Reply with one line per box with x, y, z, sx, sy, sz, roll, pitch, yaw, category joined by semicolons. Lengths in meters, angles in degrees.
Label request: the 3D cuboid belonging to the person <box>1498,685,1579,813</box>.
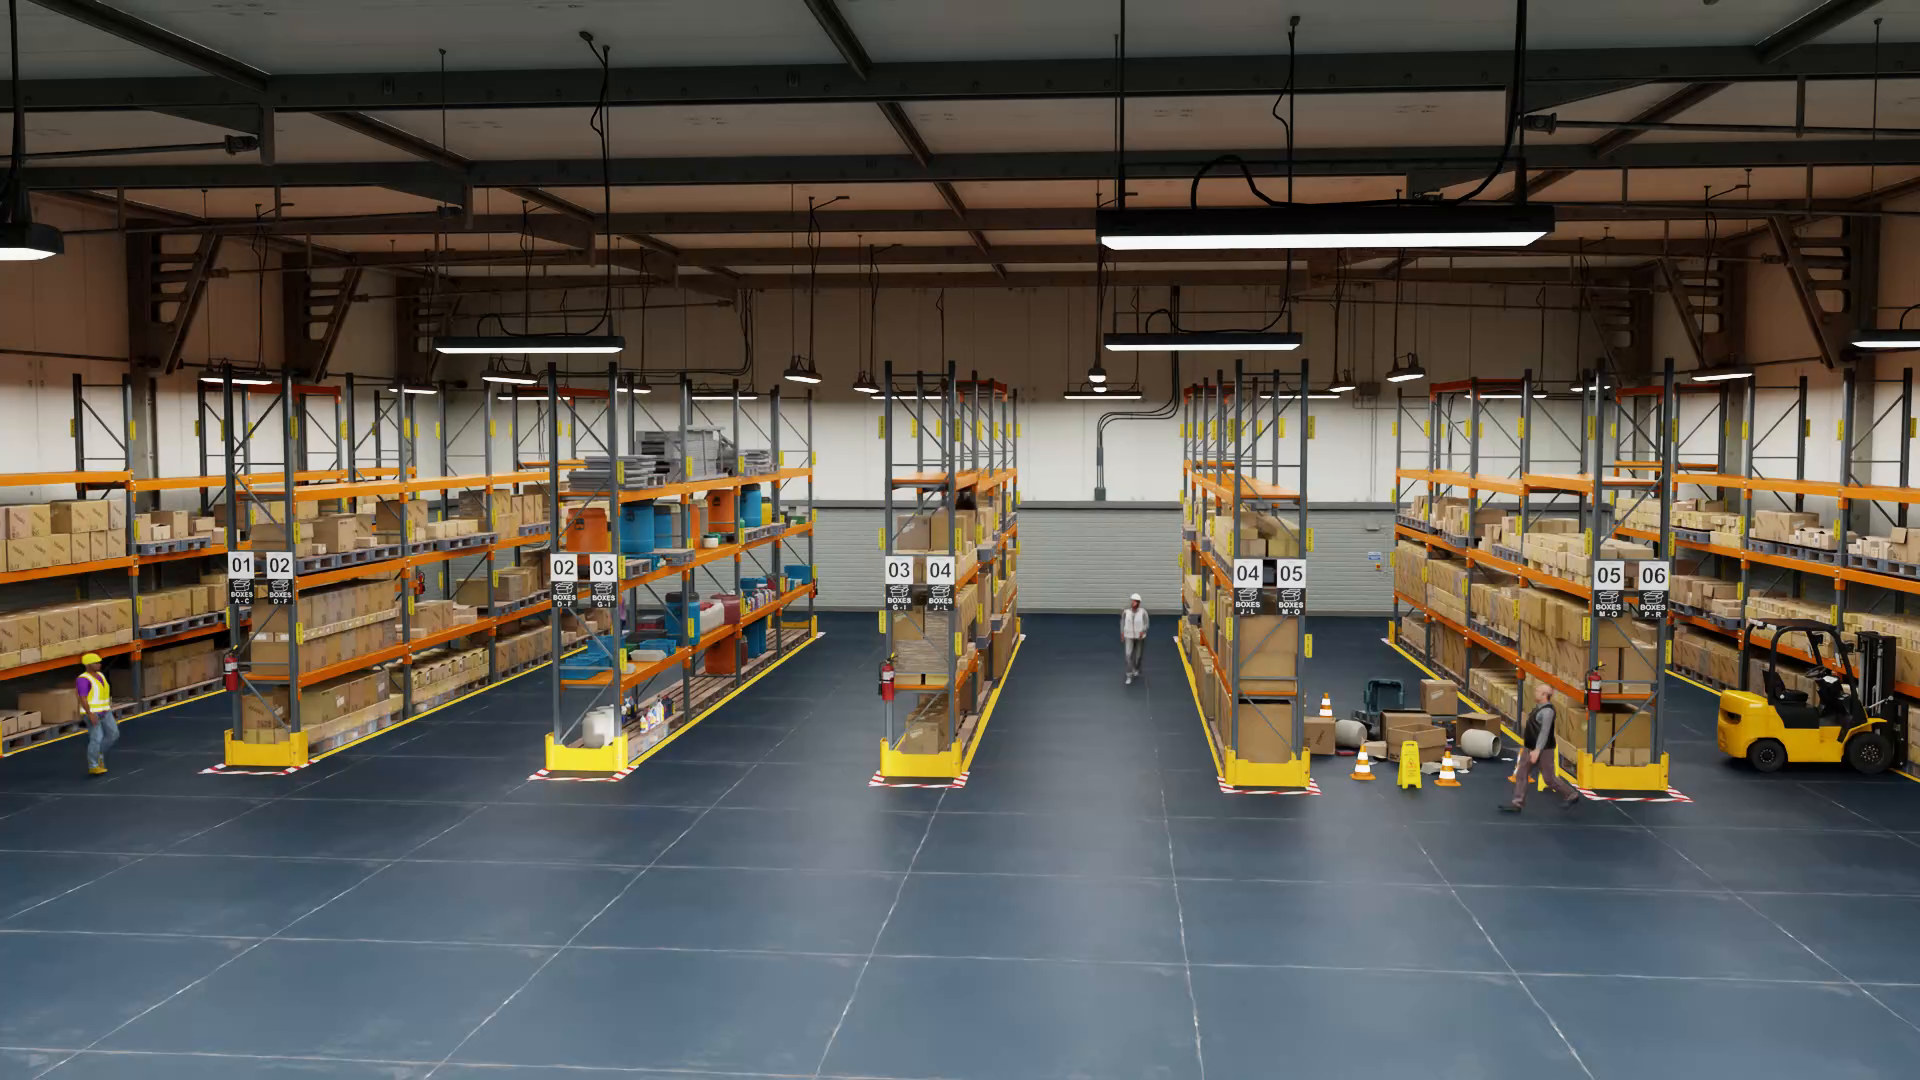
7.599;2.734;21.718;0.982;1.693;0.497;-1;4;-13;person

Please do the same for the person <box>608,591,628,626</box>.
-7.627;1.786;37.084;0.391;1.540;0.823;0;4;5;person

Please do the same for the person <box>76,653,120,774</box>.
-12.562;2.514;24.153;0.476;1.755;0.564;1;4;15;person

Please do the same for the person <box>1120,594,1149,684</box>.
3.502;1.964;33.313;0.581;1.776;0.940;0;4;6;person
